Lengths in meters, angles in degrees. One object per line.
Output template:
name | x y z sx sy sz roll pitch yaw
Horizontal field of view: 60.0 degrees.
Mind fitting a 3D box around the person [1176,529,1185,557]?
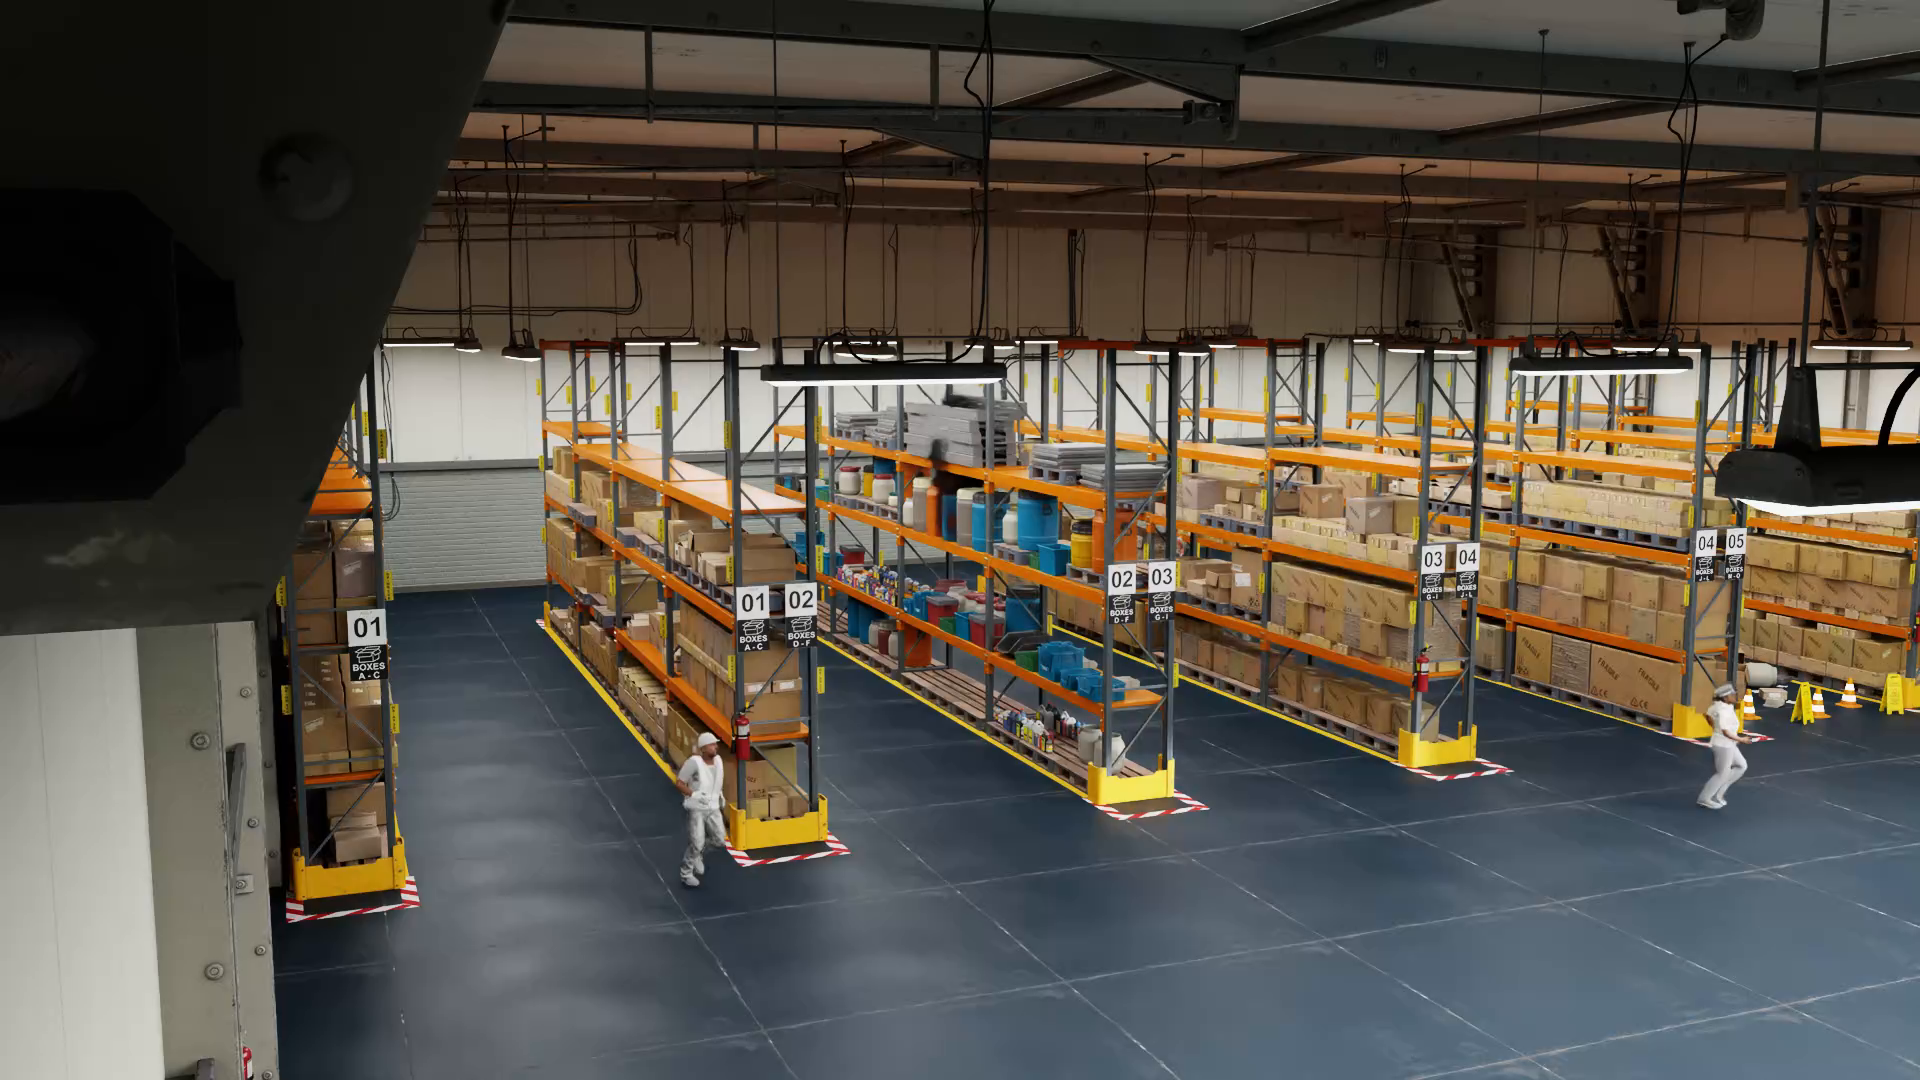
person | 4.810 0.527 37.803 0.653 1.790 0.816 -3 8 -19

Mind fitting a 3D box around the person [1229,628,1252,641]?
person | 5.550 1.193 32.628 0.720 1.777 0.975 -4 8 -29

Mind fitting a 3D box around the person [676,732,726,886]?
person | -2.885 3.036 18.918 0.564 1.702 0.683 7 10 45

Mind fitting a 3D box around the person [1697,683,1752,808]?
person | 10.011 2.680 21.749 0.603 1.662 0.579 3 8 20
